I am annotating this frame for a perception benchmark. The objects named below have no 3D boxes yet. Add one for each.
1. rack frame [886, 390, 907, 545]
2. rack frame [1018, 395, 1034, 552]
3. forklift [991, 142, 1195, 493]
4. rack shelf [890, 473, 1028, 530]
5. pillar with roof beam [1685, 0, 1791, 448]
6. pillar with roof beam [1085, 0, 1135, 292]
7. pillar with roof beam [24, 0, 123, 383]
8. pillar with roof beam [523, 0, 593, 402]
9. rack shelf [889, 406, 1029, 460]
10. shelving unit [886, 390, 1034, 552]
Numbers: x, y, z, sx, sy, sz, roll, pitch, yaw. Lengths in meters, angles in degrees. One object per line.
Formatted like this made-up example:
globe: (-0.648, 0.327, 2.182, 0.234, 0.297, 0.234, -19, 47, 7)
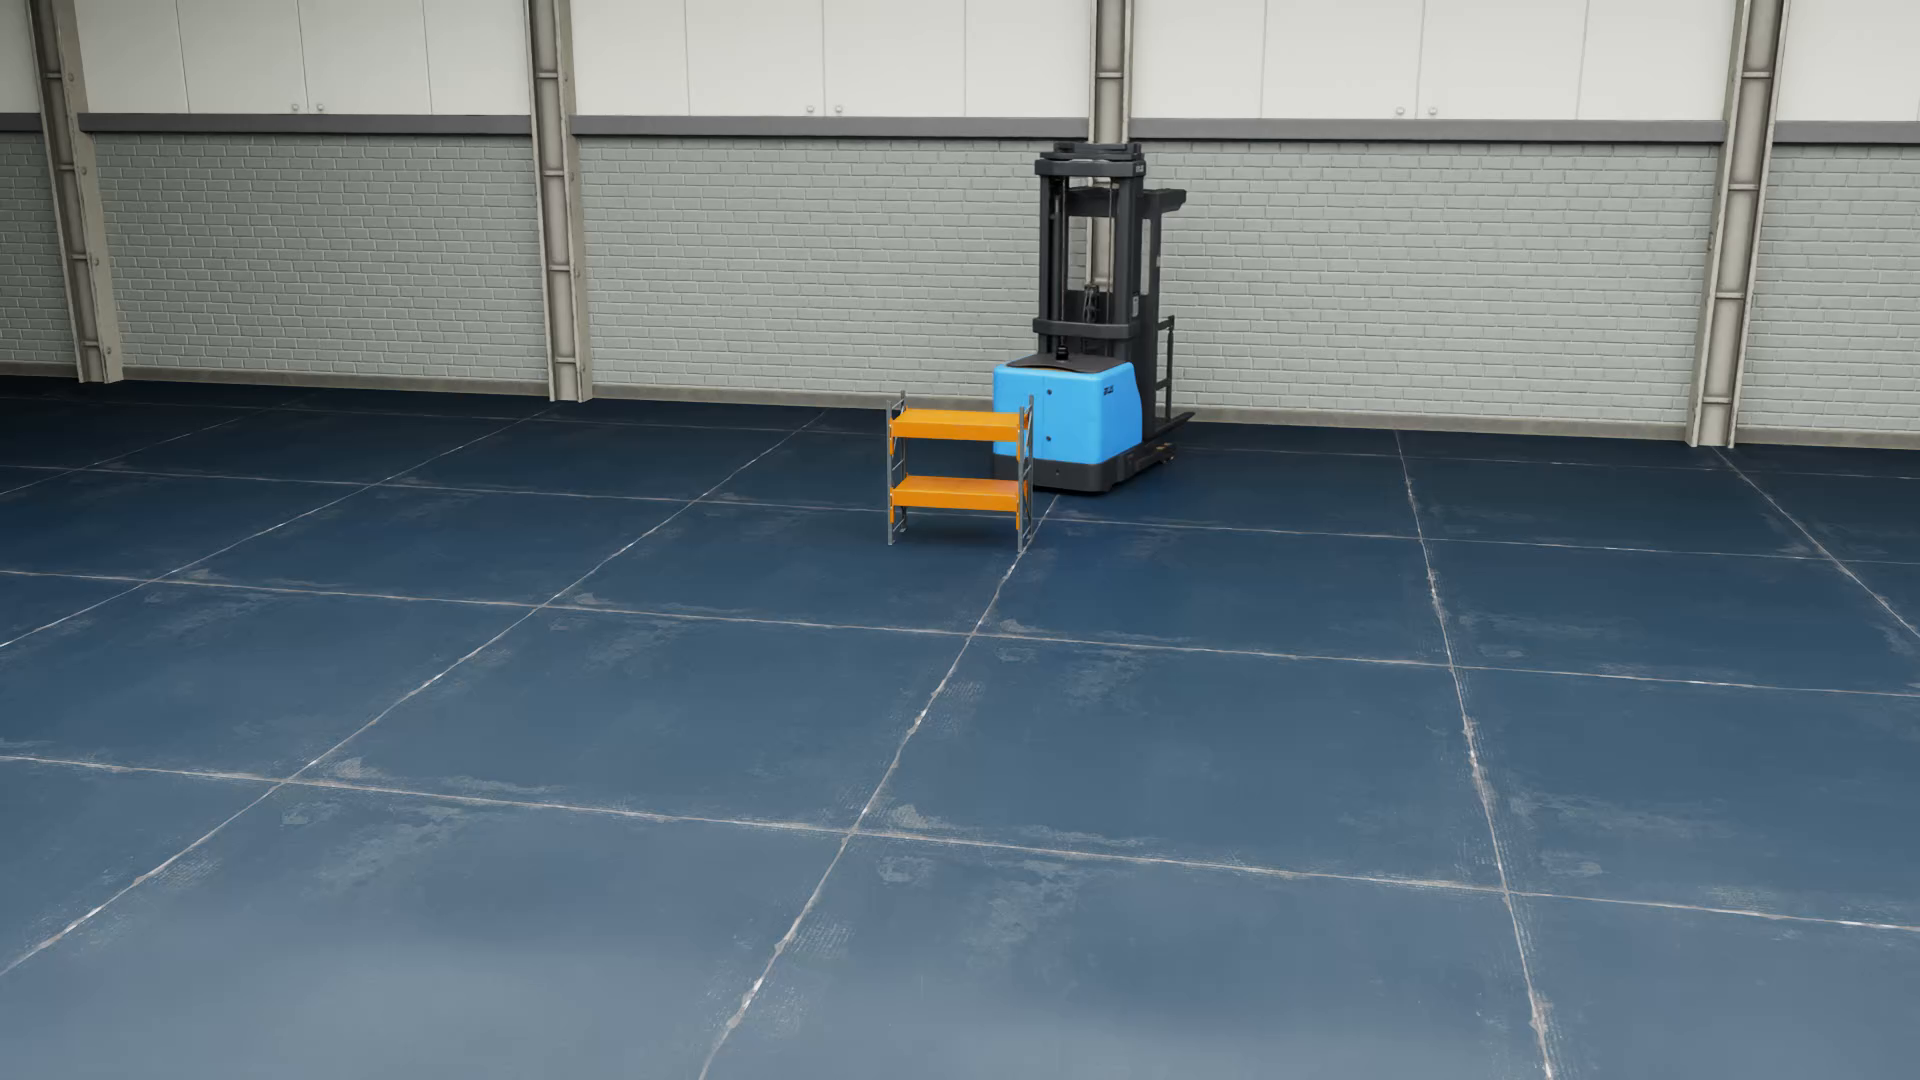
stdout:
rack frame: (-0.492, -0.569, 12.938, 0.032, 1.125, 0.500, 3, 16, 11)
rack frame: (0.505, -0.515, 12.743, 0.032, 1.125, 0.500, 3, 16, 11)
forklift: (1.393, -2.168, 15.329, 1.130, 2.935, 3.031, 8, 17, 26)
rack shelf: (0.007, -0.306, 12.906, 1.000, 0.278, 0.538, 3, 16, 11)
pillar with roof beam: (6.532, -4.157, 11.142, 0.400, 9.000, 9.100, 3, 16, 11)
pillar with roof beam: (0.653, -4.476, 12.294, 0.400, 9.000, 9.100, 3, 16, 11)
pillar with roof beam: (-11.107, -5.115, 14.599, 0.400, 9.000, 9.100, 3, 16, 11)
pillar with roof beam: (-5.227, -4.795, 13.447, 0.400, 9.000, 9.100, 3, 16, 11)
rack shelf: (0.007, -0.824, 12.762, 1.000, 0.278, 0.538, 3, 16, 11)
shelving unit: (0.007, -0.542, 12.841, 1.048, 1.125, 0.538, 3, 16, 11)
